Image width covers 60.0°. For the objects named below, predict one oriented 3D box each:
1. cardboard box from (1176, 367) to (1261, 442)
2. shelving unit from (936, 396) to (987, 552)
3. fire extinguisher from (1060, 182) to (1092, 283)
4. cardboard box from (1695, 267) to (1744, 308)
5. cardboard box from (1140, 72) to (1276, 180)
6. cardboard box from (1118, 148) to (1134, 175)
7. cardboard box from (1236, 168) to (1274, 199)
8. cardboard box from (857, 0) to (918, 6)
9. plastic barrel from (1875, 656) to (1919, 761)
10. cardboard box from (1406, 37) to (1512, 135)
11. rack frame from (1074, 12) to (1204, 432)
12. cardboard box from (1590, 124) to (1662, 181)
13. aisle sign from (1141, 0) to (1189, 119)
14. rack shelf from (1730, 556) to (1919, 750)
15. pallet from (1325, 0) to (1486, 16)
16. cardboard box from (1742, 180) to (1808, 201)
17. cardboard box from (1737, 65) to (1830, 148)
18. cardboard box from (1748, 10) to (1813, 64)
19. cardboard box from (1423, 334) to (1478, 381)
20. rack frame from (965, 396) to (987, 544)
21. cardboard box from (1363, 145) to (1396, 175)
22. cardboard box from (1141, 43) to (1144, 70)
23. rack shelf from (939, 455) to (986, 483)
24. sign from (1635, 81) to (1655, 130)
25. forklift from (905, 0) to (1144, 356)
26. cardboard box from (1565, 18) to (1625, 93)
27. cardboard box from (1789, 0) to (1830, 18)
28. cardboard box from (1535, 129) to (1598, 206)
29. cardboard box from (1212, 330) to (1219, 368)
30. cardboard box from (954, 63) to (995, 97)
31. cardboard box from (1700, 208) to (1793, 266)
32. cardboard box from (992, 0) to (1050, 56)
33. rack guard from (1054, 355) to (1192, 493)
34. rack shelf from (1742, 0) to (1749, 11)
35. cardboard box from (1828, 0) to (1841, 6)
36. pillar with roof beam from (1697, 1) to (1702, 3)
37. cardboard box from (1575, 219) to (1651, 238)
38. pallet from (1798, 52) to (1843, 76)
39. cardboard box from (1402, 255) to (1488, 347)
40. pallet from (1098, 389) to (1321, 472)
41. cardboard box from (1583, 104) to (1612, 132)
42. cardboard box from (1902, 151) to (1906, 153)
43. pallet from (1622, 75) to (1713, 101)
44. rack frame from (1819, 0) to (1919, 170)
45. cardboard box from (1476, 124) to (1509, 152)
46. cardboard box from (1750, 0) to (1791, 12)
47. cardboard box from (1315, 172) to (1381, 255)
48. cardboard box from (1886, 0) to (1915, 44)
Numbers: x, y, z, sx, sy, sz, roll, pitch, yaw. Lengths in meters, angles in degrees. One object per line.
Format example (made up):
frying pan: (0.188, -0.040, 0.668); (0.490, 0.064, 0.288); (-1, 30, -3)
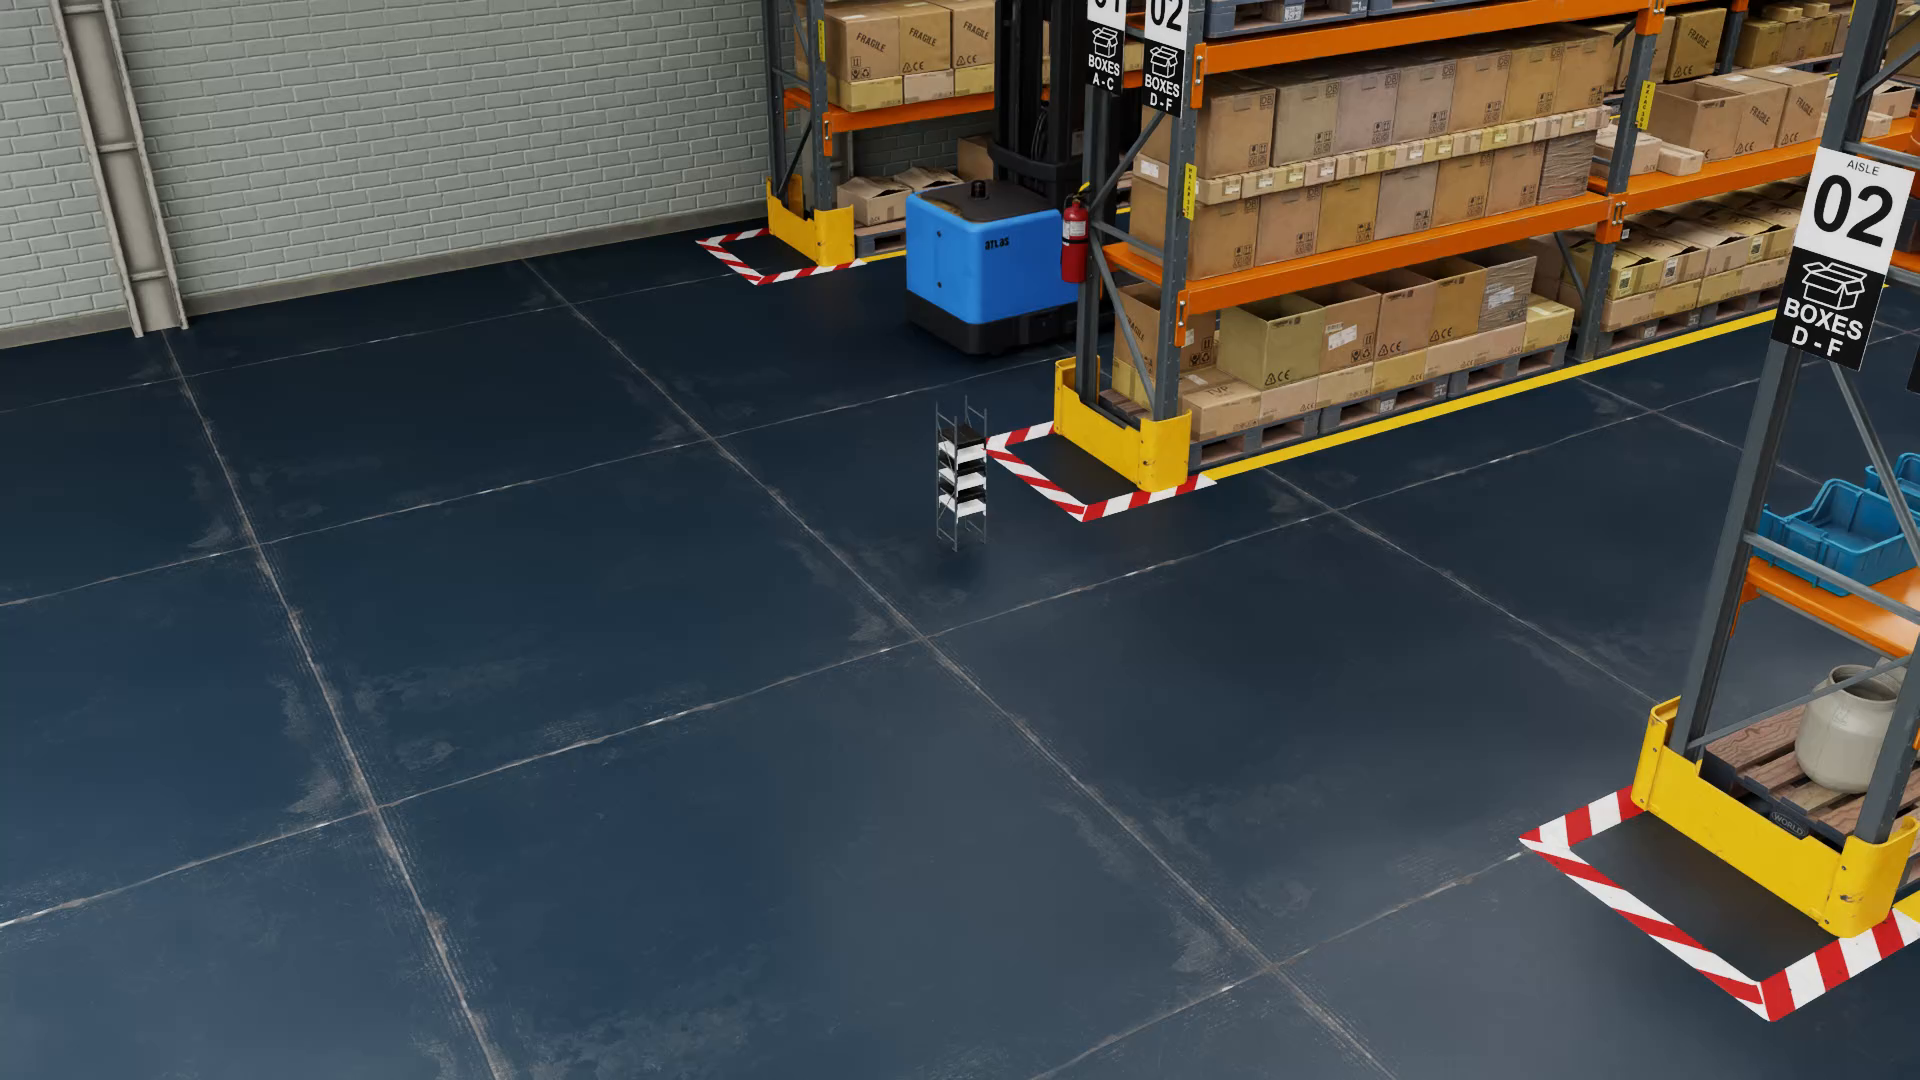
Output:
cardboard box: (1.671, -0.920, 11.223); (0.500, 0.250, 0.500); (-16, 33, -26)
shelving unit: (0.007, -0.396, 10.036); (0.210, 0.900, 0.258); (-16, 33, -26)
fire extinguisher: (0.759, -2.032, 10.907); (0.183, 0.674, 0.296); (-16, 33, -26)
cardboard box: (5.905, -2.108, 13.377); (0.500, 0.250, 0.500); (-17, 33, -28)
cardboard box: (1.551, -2.635, 10.474); (0.500, 0.500, 0.700); (-16, 33, -26)
cardboard box: (1.586, -3.752, 16.421); (0.250, 0.166, 0.380); (-21, 35, -33)
cardboard box: (1.770, -2.301, 10.540); (0.250, 0.149, 0.380); (-17, 33, -28)
cardboard box: (-0.679, -4.558, 14.764); (0.500, 0.500, 0.500); (-15, 32, -26)
plastic barrel: (4.563, 0.753, 7.921); (0.421, 0.512, 0.421); (0, 29, 0)
cardboard box: (3.298, -3.134, 11.379); (0.500, 0.500, 0.700); (-16, 33, -26)
rack frame: (1.096, -1.901, 10.590); (0.127, 3.000, 1.000); (-16, 33, -26)
cardboard box: (4.947, -2.953, 12.652); (0.500, 0.250, 0.500); (-14, 32, -23)
aisle sign: (1.195, -2.896, 9.702); (0.004, 0.787, 0.394); (-16, 33, -26)
rack shelf: (5.327, -0.011, 7.911); (4.000, 0.370, 1.077); (-16, 33, -26)
pallet: (2.772, -3.639, 10.726); (1.213, 0.211, 1.003); (-16, 33, -26)
cardboard box: (6.944, -2.947, 14.316); (0.500, 0.311, 0.500); (-17, 33, -28)
cardboard box: (6.555, -3.486, 13.358); (0.500, 0.500, 0.500); (-18, 34, -29)
cardboard box: (10.061, -6.253, 20.628); (0.500, 0.500, 0.700); (-16, 33, -27)
cardboard box: (3.396, -1.409, 12.110); (0.500, 0.250, 0.500); (-16, 33, -26)
rack frame: (0.095, -0.421, 10.081); (0.006, 0.900, 0.240); (-16, 33, -26)
cardboard box: (2.653, -2.551, 10.994); (0.250, 0.149, 0.380); (-16, 33, -27)
cardboard box: (1.777, -4.644, 15.695); (0.500, 0.250, 0.500); (-16, 33, -26)
rack shelf: (0.007, -0.446, 10.009); (0.200, 0.077, 0.258); (-16, 33, -26)
sign: (4.827, -3.063, 11.718); (0.005, 0.325, 0.100); (-16, 33, -26)
forklift: (1.078, -3.222, 13.055); (3.031, 2.935, 1.130); (-17, 33, -28)
cardboard box: (6.940, -5.502, 18.905); (0.750, 0.750, 0.750); (-16, 33, -27)
cardboard box: (10.464, -6.551, 20.497); (0.250, 0.149, 0.380); (-17, 33, -28)
cardboard box: (4.165, -2.813, 12.139); (0.500, 0.500, 0.700); (-17, 33, -28)
cardboard box: (1.834, -1.263, 11.845); (0.500, 0.250, 0.500); (-16, 33, -26)
cardboard box: (0.047, -4.149, 14.799); (0.500, 0.250, 0.500); (-16, 33, -27)
cardboard box: (6.352, -2.480, 13.470); (0.500, 0.311, 0.500); (-15, 32, -25)
cardboard box: (0.466, -4.599, 14.837); (0.500, 0.500, 0.500); (-15, 32, -25)
rack guard: (1.075, -0.801, 11.184); (0.348, 0.500, 1.175); (-16, 33, -26)
rack shelf: (10.654, -7.076, 20.712); (4.000, 0.370, 1.077); (-16, 33, -26)
cardboard box: (10.960, -6.907, 21.142); (0.250, 0.149, 0.380); (-15, 32, -26)
pillar with roof beam: (11.276, -8.266, 15.915); (0.400, 9.000, 9.100); (-16, 33, -26)
cardboard box: (5.194, -2.454, 13.424); (0.500, 0.311, 0.500); (-15, 32, -25)
pallet: (10.678, -6.135, 21.147); (1.213, 0.211, 1.003); (-16, 33, -26)
cardboard box: (3.389, -1.743, 11.938); (0.500, 0.500, 0.500); (-16, 33, -26)
pallet: (1.734, -0.885, 11.635); (1.213, 0.211, 1.003); (-16, 33, -26)
cardboard box: (4.419, -3.052, 11.902); (0.250, 0.149, 0.380); (-16, 33, -26)
cardboard box: (8.727, -3.628, 15.076); (0.500, 0.250, 0.500); (-15, 32, -24)
pallet: (8.302, -5.460, 19.925); (1.213, 0.211, 1.003); (-16, 33, -26)
rack frame: (3.602, -2.463, 5.400); (0.127, 3.000, 1.000); (-16, 33, -26)
cardboard box: (3.541, -2.804, 11.452); (0.250, 0.149, 0.380); (-16, 33, -27)
cardboard box: (10.080, -6.657, 20.689); (0.250, 0.149, 0.380); (-17, 33, -28)
cardboard box: (2.386, -2.304, 11.216); (0.500, 0.500, 0.700); (-16, 33, -26)
cardboard box: (11.825, -6.757, 21.542); (0.500, 0.500, 0.700); (-16, 33, -26)
